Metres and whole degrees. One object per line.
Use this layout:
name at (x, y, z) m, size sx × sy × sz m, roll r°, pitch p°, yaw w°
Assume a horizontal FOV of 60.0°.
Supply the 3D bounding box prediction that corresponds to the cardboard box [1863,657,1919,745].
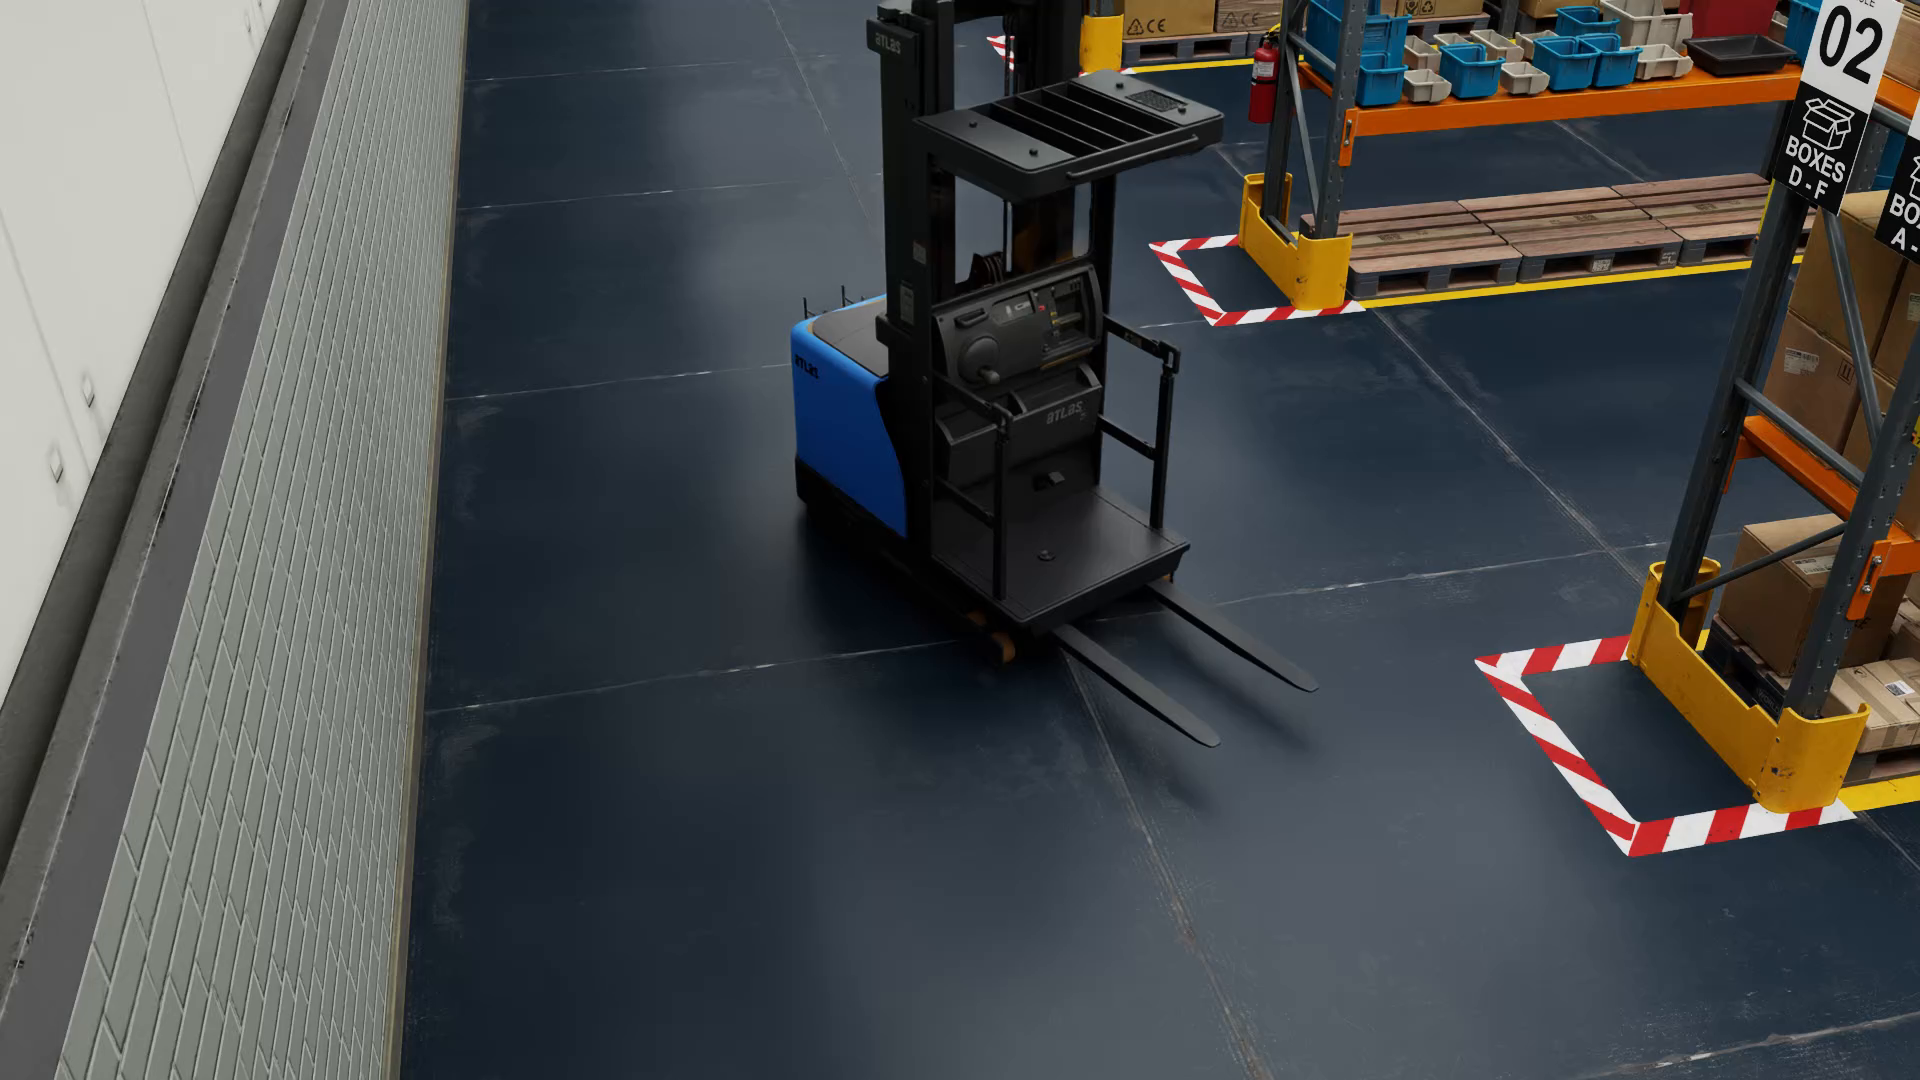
cardboard box at (4.112, 0.687, 7.181) m, size 0.250 × 0.166 × 0.380 m, roll -7°, pitch 35°, yaw -11°

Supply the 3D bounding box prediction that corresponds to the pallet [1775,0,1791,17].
pallet at (8.220, -5.565, 16.853) m, size 1.213 × 0.211 × 1.003 m, roll -7°, pitch 35°, yaw -11°

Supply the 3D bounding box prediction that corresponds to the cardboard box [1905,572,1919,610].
cardboard box at (4.793, 0.247, 7.763) m, size 0.500 × 0.250 × 0.500 m, roll -7°, pitch 35°, yaw -11°

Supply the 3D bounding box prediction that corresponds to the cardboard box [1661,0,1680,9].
cardboard box at (6.595, -5.779, 16.200) m, size 0.875 × 0.875 × 1.225 m, roll -8°, pitch 35°, yaw -12°

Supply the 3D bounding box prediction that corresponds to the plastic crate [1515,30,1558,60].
plastic crate at (3.887, -3.339, 11.217) m, size 0.250 × 0.136 × 0.298 m, roll -7°, pitch 35°, yaw -11°

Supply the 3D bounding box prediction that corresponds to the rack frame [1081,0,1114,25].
rack frame at (1.202, -5.795, 14.694) m, size 0.127 × 3.000 × 1.000 m, roll -7°, pitch 35°, yaw -11°

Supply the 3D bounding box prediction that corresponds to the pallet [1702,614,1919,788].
pallet at (4.236, 0.639, 7.608) m, size 1.213 × 0.211 × 1.003 m, roll -7°, pitch 35°, yaw -11°

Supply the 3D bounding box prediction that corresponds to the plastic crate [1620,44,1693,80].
plastic crate at (4.564, -3.133, 10.910) m, size 0.466 × 0.136 × 0.293 m, roll -7°, pitch 35°, yaw -11°

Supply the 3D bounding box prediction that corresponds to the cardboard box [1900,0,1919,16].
cardboard box at (3.829, -2.003, 6.038) m, size 0.500 × 0.250 × 0.500 m, roll -7°, pitch 35°, yaw -11°

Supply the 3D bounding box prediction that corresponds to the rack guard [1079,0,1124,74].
rack guard at (1.179, -4.755, 15.386) m, size 0.348 × 0.500 × 1.175 m, roll -7°, pitch 35°, yaw -11°

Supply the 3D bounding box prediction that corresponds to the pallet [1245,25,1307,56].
pallet at (3.152, -4.926, 15.902) m, size 1.213 × 0.211 × 1.003 m, roll -7°, pitch 35°, yaw -11°

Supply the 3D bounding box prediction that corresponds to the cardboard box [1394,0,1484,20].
cardboard box at (4.442, -5.542, 15.846) m, size 0.875 × 0.875 × 0.875 m, roll -7°, pitch 35°, yaw -11°

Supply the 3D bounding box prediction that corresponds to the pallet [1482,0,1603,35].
pallet at (5.840, -5.265, 16.406) m, size 1.213 × 0.211 × 1.003 m, roll -7°, pitch 35°, yaw -11°

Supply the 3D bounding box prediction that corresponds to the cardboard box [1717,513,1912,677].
cardboard box at (3.860, 0.244, 7.543) m, size 0.500 × 0.500 × 0.500 m, roll -7°, pitch 35°, yaw -11°

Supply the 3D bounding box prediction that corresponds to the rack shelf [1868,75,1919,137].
rack shelf at (5.335, -1.604, 6.401) m, size 4.000 × 0.370 × 1.077 m, roll -7°, pitch 35°, yaw -11°

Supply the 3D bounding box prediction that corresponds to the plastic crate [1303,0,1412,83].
plastic crate at (2.580, -3.286, 10.869) m, size 0.499 × 0.435 × 0.616 m, roll -7°, pitch 35°, yaw -11°

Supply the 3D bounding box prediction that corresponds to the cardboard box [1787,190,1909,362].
cardboard box at (3.757, -1.072, 6.668) m, size 0.500 × 0.500 × 0.500 m, roll -7°, pitch 35°, yaw -11°

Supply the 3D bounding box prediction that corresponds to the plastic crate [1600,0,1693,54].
plastic crate at (4.666, -3.483, 11.301) m, size 0.530 × 0.282 × 0.437 m, roll -7°, pitch 35°, yaw -11°

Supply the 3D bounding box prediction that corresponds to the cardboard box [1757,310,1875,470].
cardboard box at (3.761, -0.655, 6.945) m, size 0.500 × 0.500 × 0.500 m, roll -6°, pitch 34°, yaw -9°

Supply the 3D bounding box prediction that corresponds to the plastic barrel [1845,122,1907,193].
plastic barrel at (6.731, -2.956, 11.969) m, size 0.708 × 0.901 × 0.600 m, roll -7°, pitch 35°, yaw -11°

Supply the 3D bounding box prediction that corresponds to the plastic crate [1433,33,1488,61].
plastic crate at (3.336, -3.245, 11.077) m, size 0.243 × 0.136 × 0.396 m, roll -7°, pitch 35°, yaw -11°

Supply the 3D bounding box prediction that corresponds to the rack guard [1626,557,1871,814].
rack guard at (3.458, 0.618, 7.381) m, size 0.348 × 0.500 × 1.175 m, roll -7°, pitch 35°, yaw -11°

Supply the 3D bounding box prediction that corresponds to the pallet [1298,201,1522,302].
pallet at (3.108, -2.026, 11.579) m, size 1.213 × 0.211 × 1.003 m, roll -7°, pitch 35°, yaw -11°

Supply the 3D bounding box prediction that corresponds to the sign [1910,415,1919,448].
sign at (3.504, -0.475, 5.990) m, size 0.005 × 0.325 × 0.100 m, roll -7°, pitch 35°, yaw -11°

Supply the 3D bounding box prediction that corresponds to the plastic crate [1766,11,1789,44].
plastic crate at (5.711, -3.531, 11.503) m, size 0.243 × 0.136 × 0.396 m, roll -7°, pitch 35°, yaw -11°

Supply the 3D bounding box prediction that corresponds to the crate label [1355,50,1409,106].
crate label at (2.608, -2.910, 10.491) m, size 0.303 × 0.233 × 0.416 m, roll -7°, pitch 35°, yaw -11°

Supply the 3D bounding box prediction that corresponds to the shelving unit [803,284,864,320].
shelving unit at (-0.664, -0.845, 9.066) m, size 0.252 × 1.050 × 0.215 m, roll -24°, pitch 40°, yaw -31°

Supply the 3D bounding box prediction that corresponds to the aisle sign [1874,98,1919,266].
aisle sign at (3.382, -1.322, 5.696) m, size 0.004 × 0.787 × 0.394 m, roll -7°, pitch 35°, yaw -11°

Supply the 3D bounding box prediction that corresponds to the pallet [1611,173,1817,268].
pallet at (5.488, -2.326, 12.026) m, size 1.213 × 0.211 × 1.003 m, roll -7°, pitch 35°, yaw -11°

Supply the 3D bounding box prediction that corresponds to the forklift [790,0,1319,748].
forklift at (0.412, -0.936, 7.514) m, size 1.130 × 2.935 × 3.031 m, roll -23°, pitch 40°, yaw -30°

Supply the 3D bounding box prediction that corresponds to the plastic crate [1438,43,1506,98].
plastic crate at (3.250, -2.991, 10.612) m, size 0.300 × 0.233 × 0.416 m, roll -7°, pitch 35°, yaw -11°

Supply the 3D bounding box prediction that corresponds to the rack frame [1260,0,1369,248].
rack frame at (2.295, -3.103, 10.683) m, size 0.127 × 3.000 × 1.000 m, roll -7°, pitch 35°, yaw -11°

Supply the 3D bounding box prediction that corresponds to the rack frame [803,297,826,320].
rack frame at (-0.760, -0.803, 9.003) m, size 0.008 × 1.050 × 0.200 m, roll -24°, pitch 40°, yaw -31°

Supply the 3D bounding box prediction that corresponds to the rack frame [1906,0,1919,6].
rack frame at (3.384, -2.902, 4.999) m, size 0.127 × 3.000 × 1.000 m, roll -7°, pitch 35°, yaw -11°

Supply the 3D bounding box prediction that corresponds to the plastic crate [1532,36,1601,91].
plastic crate at (3.893, -3.072, 10.733) m, size 0.300 × 0.233 × 0.416 m, roll -7°, pitch 35°, yaw -11°

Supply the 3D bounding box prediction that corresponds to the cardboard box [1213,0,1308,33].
cardboard box at (2.696, -5.322, 15.518) m, size 0.875 × 0.875 × 0.875 m, roll -7°, pitch 35°, yaw -11°
